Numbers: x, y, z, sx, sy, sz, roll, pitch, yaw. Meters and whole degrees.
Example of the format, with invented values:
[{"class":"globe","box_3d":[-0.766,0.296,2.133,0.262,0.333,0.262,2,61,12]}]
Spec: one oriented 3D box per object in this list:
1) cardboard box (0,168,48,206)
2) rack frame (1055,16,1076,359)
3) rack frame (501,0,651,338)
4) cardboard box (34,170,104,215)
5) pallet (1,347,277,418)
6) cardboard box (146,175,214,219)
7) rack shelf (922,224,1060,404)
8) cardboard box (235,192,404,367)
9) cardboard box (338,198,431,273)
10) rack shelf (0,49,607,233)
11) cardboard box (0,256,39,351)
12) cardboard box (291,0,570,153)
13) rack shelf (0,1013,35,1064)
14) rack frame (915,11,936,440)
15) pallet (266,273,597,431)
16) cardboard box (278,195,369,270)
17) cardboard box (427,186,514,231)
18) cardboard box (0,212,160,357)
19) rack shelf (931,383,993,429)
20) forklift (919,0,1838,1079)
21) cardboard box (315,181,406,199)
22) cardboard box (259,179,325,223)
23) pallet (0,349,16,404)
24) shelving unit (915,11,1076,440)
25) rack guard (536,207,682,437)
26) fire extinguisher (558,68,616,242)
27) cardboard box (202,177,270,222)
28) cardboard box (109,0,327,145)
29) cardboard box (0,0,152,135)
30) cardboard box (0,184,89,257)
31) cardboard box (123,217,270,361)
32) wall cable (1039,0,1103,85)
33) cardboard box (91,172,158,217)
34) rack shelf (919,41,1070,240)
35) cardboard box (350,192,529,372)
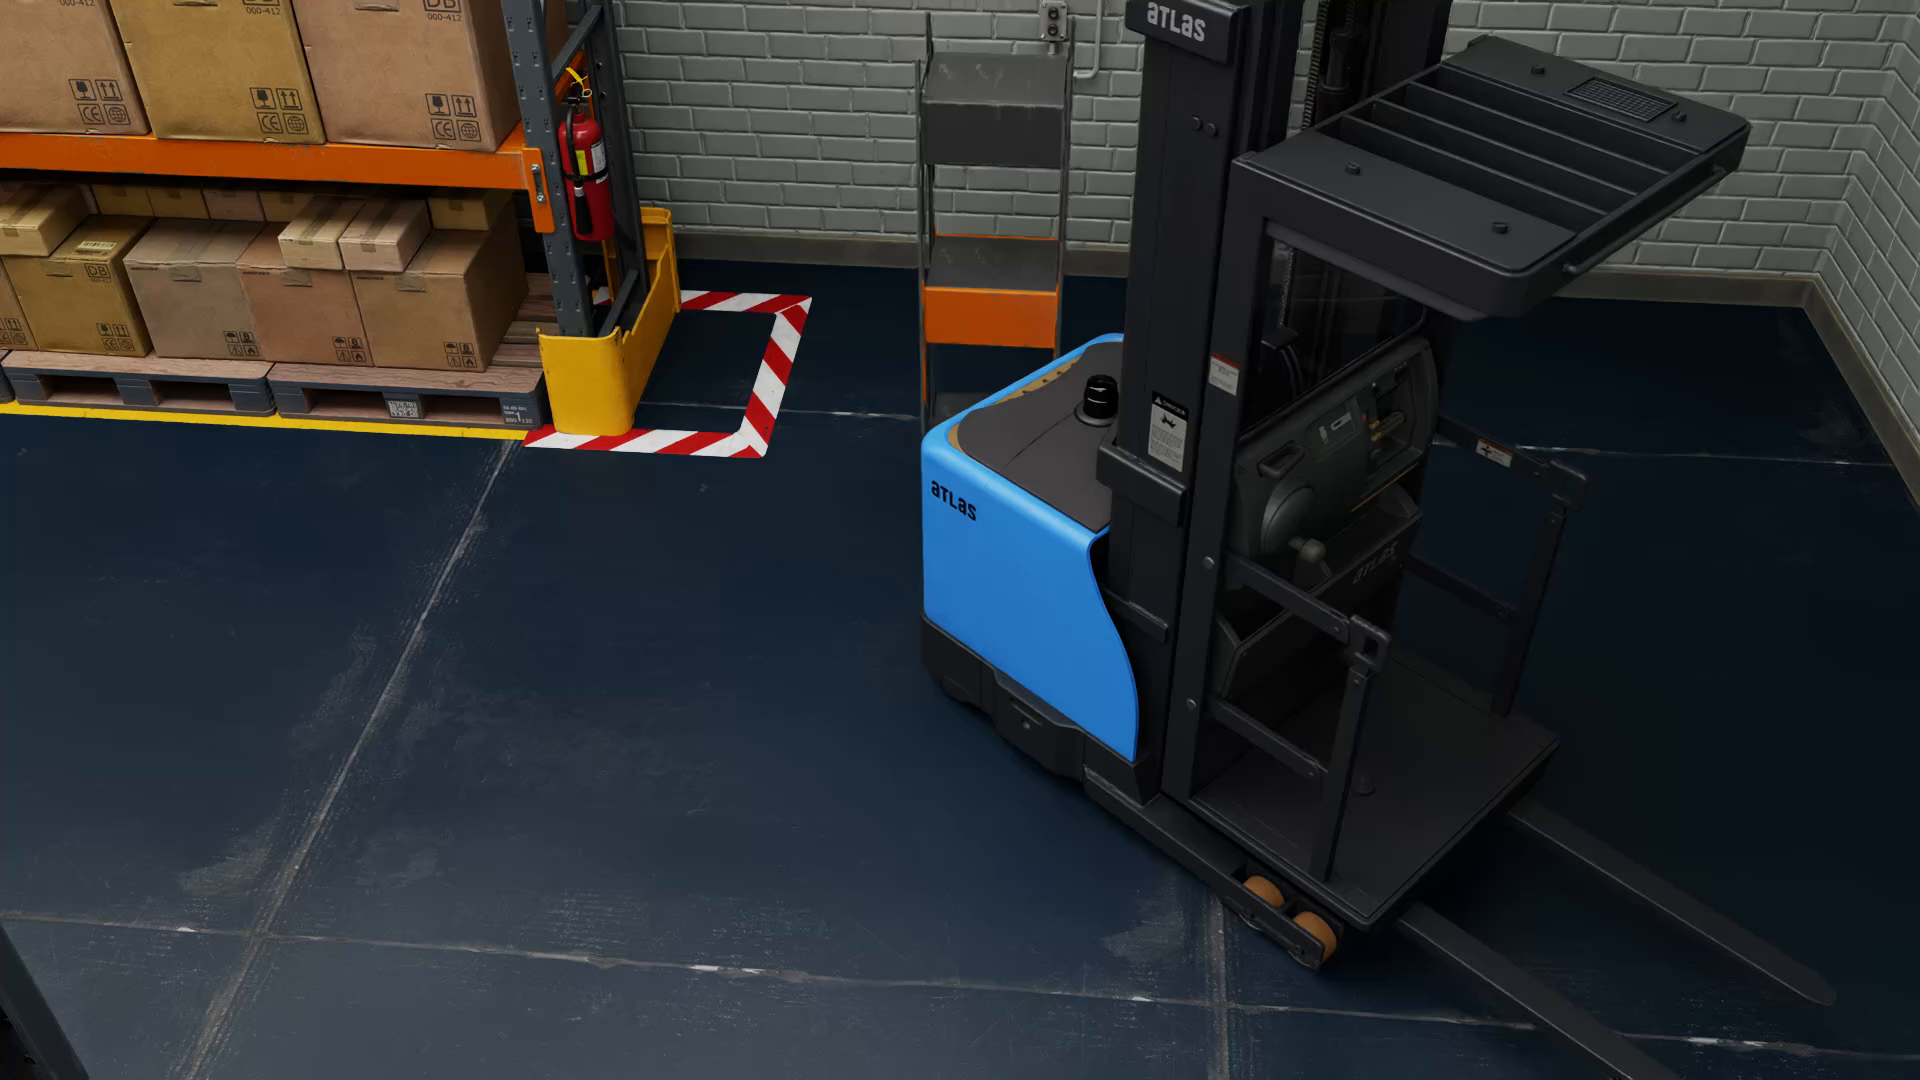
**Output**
[{"class":"cardboard box","box_3d":[-4.194,-1.642,7.525,0.250,0.149,0.380,2,39,2]},{"class":"rack frame","box_3d":[0.366,-0.819,6.093,0.015,2.100,0.400,3,39,4]},{"class":"rack frame","box_3d":[-1.605,-1.993,6.823,0.127,3.000,1.000,3,39,4]},{"class":"cardboard box","box_3d":[-3.942,-1.628,7.508,0.250,0.149,0.380,4,39,4]},{"class":"pallet","box_3d":[-3.621,-0.974,7.780,1.213,0.211,1.003,3,39,4]},{"class":"cardboard box","box_3d":[-3.433,-1.600,7.474,0.250,0.149,0.380,4,39,4]},{"class":"rack shelf","box_3d":[0.122,-0.822,6.118,0.480,0.518,0.431,3,39,4]},{"class":"cardboard box","box_3d":[-2.810,-1.189,7.482,0.500,0.500,0.700,3,39,4]},{"class":"cardboard box","box_3d":[-2.455,-1.306,7.112,0.250,0.149,0.380,3,39,3]},{"class":"rack shelf","box_3d":[-3.598,-1.823,7.184,4.000,0.370,1.077,3,39,4]},{"class":"cardboard box","box_3d":[-4.354,-1.270,7.582,0.500,0.500,0.700,3,39,3]},{"class":"cardboard box","box_3d":[-2.114,-2.131,6.755,0.700,0.700,0.980,5,39,6]},{"class":"rack shelf","box_3d":[-4.022,1.292,3.356,4.000,0.370,1.077,3,39,4]},{"class":"rack frame","box_3d":[-0.121,-0.845,6.125,0.015,2.100,0.400,3,39,4]},{"class":"pallet","box_3d":[-2.409,-0.906,7.696,1.213,0.211,1.003,3,39,4]},{"class":"cardboard box","box_3d":[-2.710,-1.319,7.128,0.250,0.149,0.380,4,39,5]},{"class":"cardboard box","box_3d":[-2.170,-1.533,7.390,0.250,0.149,0.380,3,39,4]},{"class":"cardboard box","box_3d":[-3.843,-1.241,7.546,0.500,0.500,0.700,4,39,5]},{"class":"rack shelf","box_3d":[0.122,-0.279,6.560,0.480,0.518,0.431,3,39,4]},{"class":"forklift","box_3d":[1.240,-0.194,4.667,1.130,2.935,3.031,-31,49,-33]},{"class":"cardboard box","box_3d":[-2.674,-1.560,7.424,0.250,0.149,0.380,3,39,4]},{"class":"cardboard box","box_3d":[-2.924,-1.574,7.441,0.250,0.149,0.380,3,39,4]},{"class":"pallet","box_3d":[-4.840,-1.039,7.859,1.213,0.211,1.003,3,39,4]},{"class":"shelving unit","box_3d":[0.122,-0.832,6.109,0.503,2.100,0.431,3,39,4]},{"class":"rack guard","box_3d":[-1.582,-1.023,7.610,0.348,0.500,1.175,3,39,4]},{"class":"fire extinguisher","box_3d":[-1.495,-1.520,6.598,0.183,0.674,0.296,3,39,4]},{"class":"cardboard box","box_3d":[-3.177,-1.587,7.457,0.250,0.149,0.380,4,39,4]},{"class":"cardboard box","box_3d":[-2.840,-2.164,6.795,0.700,0.700,0.980,3,39,3]},{"class":"cardboard box","box_3d":[-3.599,-2.211,6.853,0.700,0.700,0.980,1,39,2]},{"class":"cardboard box","box_3d":[-4.009,-1.389,7.214,0.250,0.149,0.380,2,39,3]},{"class":"cardboard box","box_3d":[-3.311,-1.216,7.515,0.500,0.500,0.700,2,39,2]},{"class":"wall cable","box_3d":[-0.248,-2.913,7.147,1.851,1.984,0.084,3,39,4]},{"class":"cardboard box","box_3d":[-3.685,-1.615,7.491,0.250,0.149,0.380,2,39,3]},{"class":"rack shelf","box_3d":[0.122,-1.365,5.676,0.480,0.518,0.431,3,39,4]},{"class":"cardboard box","box_3d":[-2.311,-1.162,7.449,0.500,0.500,0.700,3,39,4]}]
